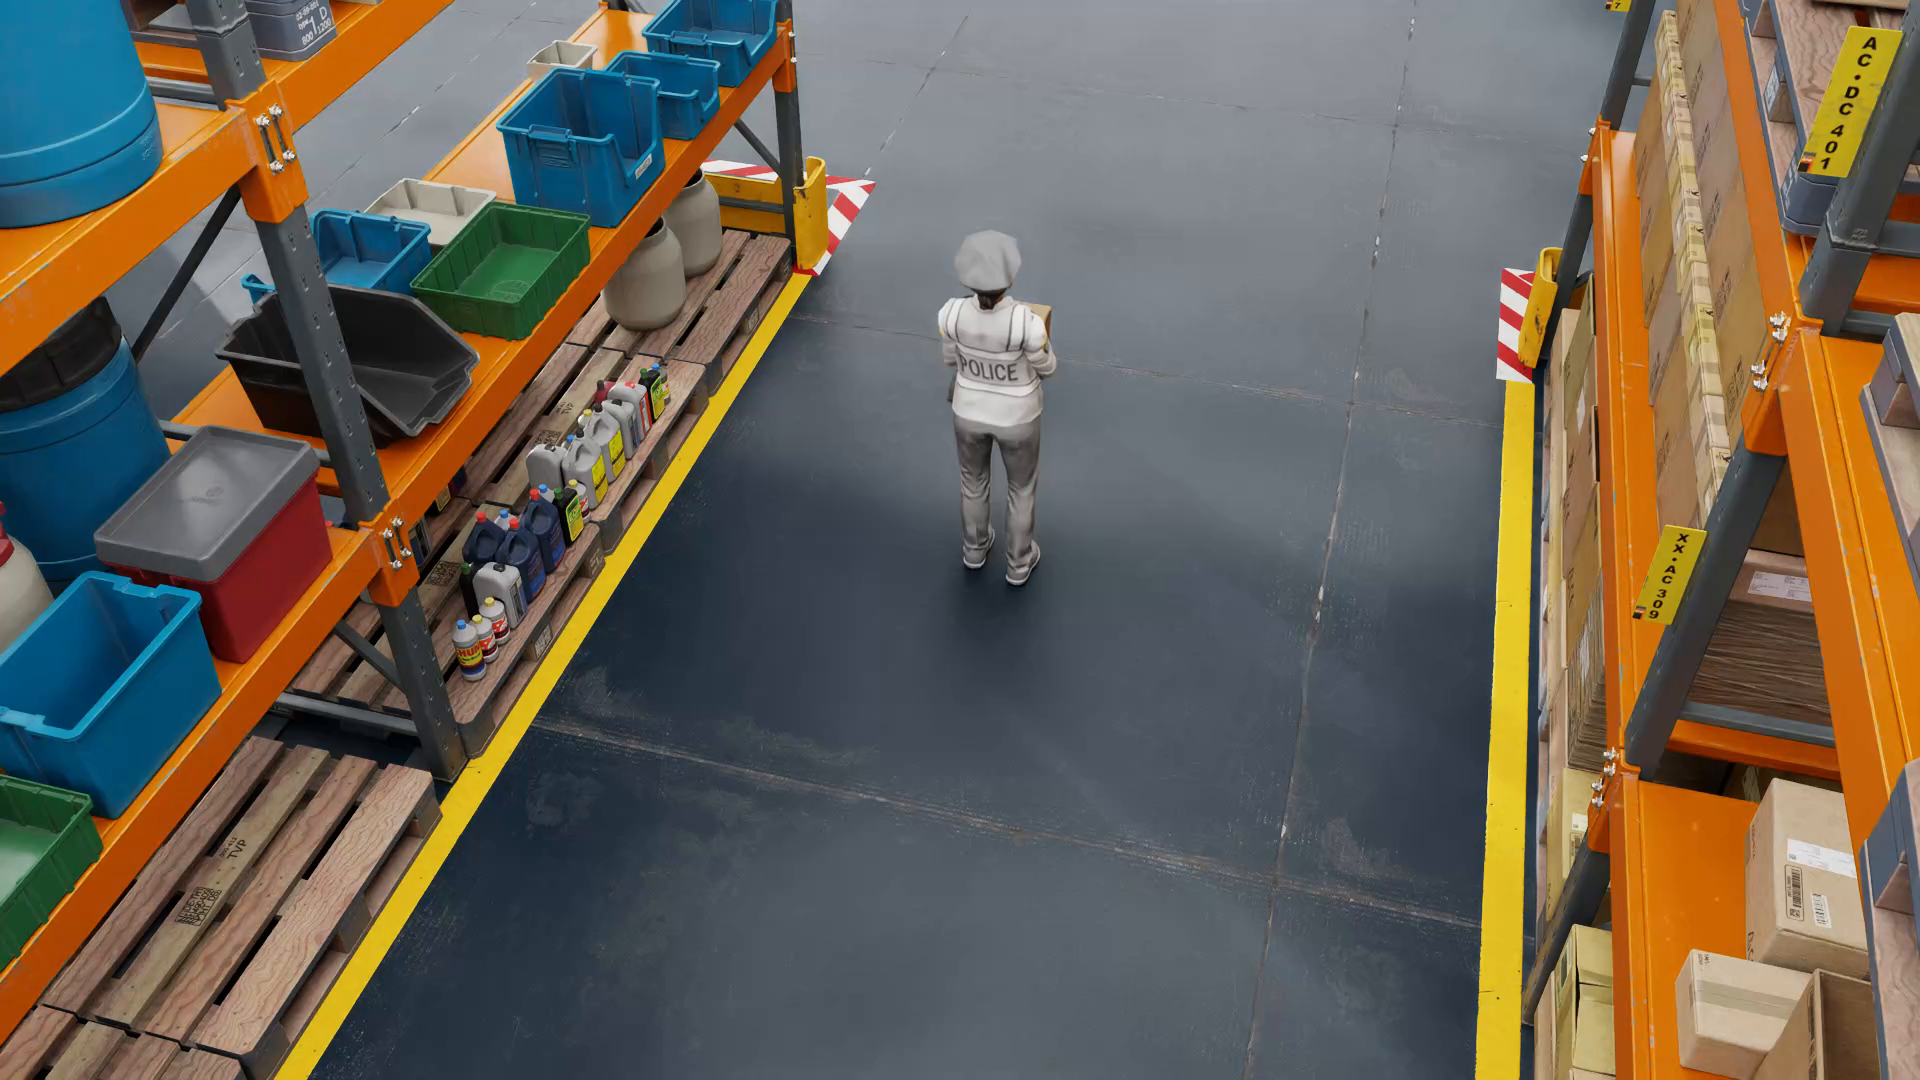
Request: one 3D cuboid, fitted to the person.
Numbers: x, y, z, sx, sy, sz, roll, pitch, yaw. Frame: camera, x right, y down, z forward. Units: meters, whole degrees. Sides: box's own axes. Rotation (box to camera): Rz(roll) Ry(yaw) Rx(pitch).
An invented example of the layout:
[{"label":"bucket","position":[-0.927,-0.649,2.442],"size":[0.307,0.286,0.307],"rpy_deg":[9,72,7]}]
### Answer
[{"label":"person","position":[0.160,-0.558,6.773],"size":[0.461,1.687,0.555],"rpy_deg":[10,42,11]}]
